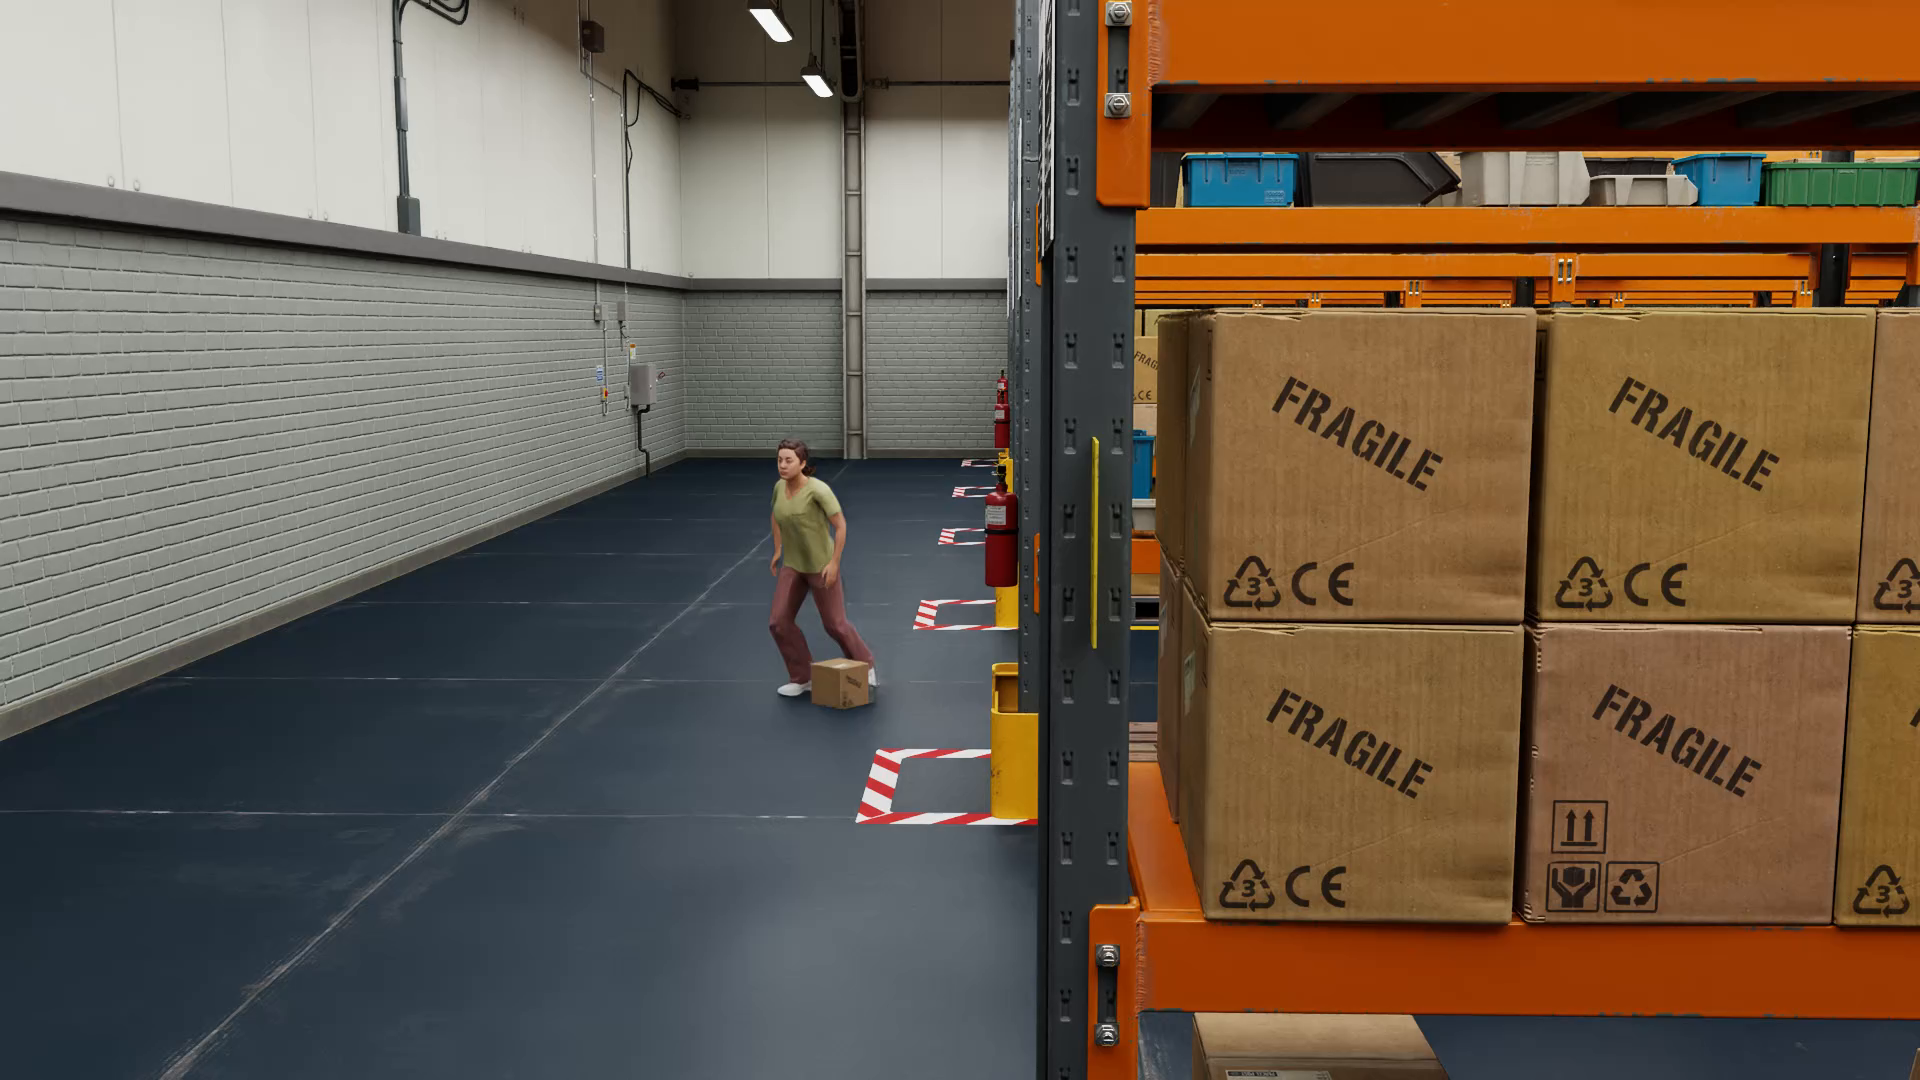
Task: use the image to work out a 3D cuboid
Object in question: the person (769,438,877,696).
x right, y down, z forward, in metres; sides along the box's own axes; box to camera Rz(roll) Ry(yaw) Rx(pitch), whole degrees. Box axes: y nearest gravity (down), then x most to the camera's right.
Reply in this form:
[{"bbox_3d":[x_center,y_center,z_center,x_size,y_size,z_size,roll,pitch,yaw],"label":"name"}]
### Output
[{"bbox_3d":[-0.879,0.158,10.331,0.607,1.605,0.745,4,9,31],"label":"person"}]
